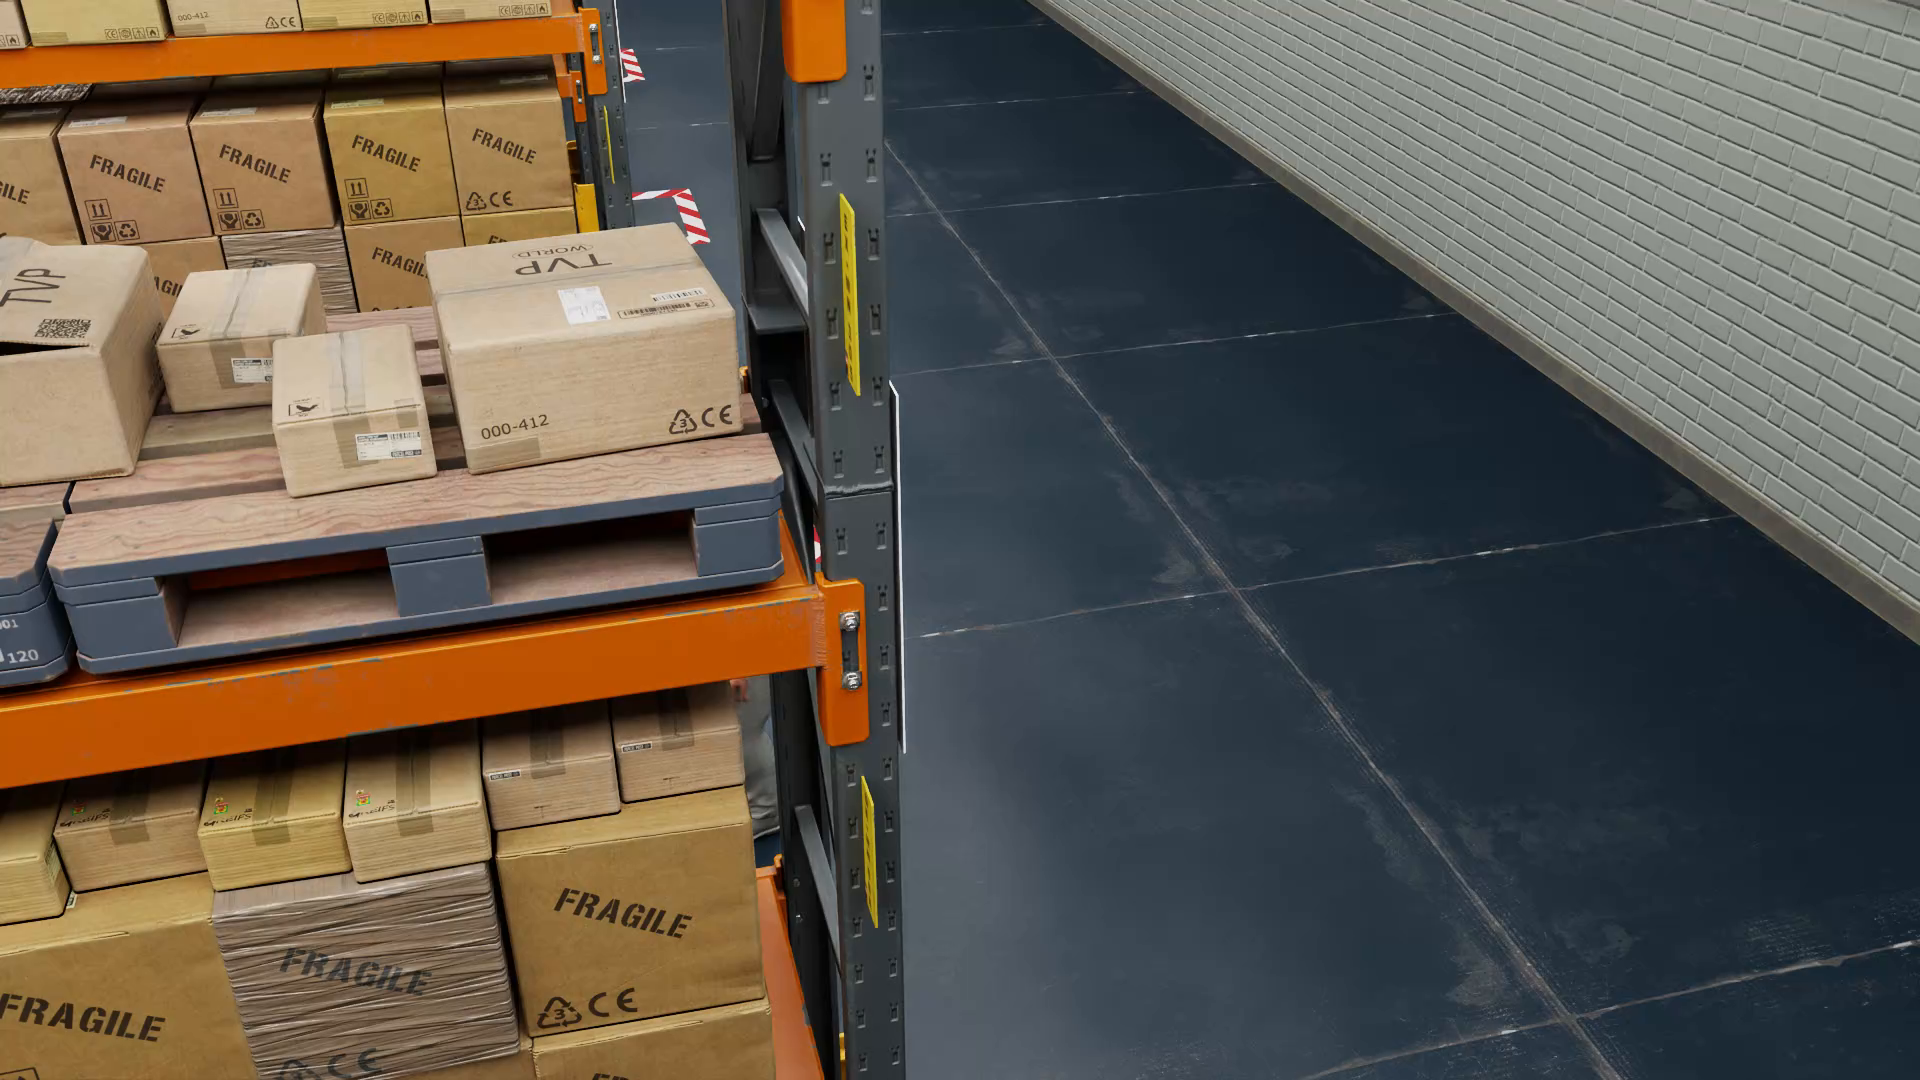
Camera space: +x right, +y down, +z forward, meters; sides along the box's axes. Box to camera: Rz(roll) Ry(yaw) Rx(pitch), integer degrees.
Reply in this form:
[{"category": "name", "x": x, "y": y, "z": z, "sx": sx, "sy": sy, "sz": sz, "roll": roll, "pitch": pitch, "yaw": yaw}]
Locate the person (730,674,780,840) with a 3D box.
[{"category": "person", "x": -0.859, "y": 0.370, "z": 6.483, "sx": 0.439, "sy": 1.748, "sz": 0.586, "roll": -8, "pitch": 31, "yaw": -13}]
